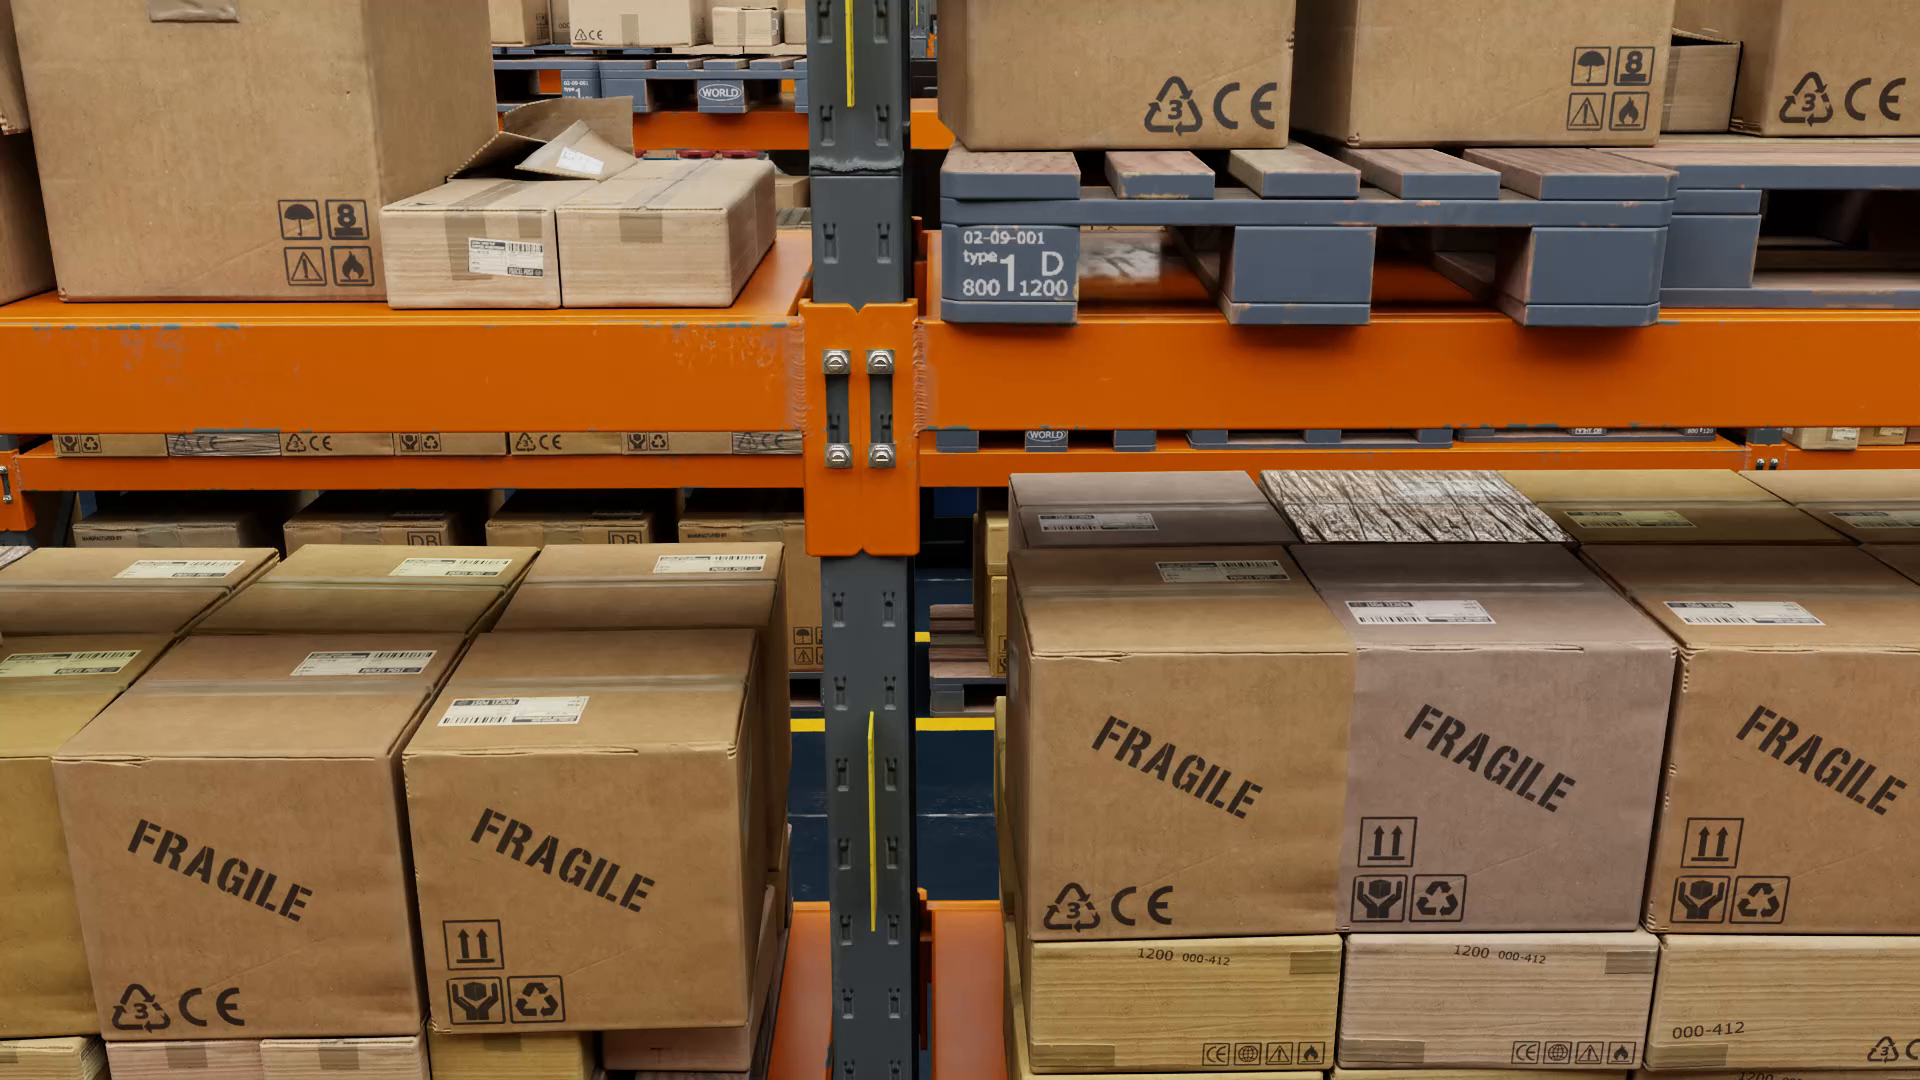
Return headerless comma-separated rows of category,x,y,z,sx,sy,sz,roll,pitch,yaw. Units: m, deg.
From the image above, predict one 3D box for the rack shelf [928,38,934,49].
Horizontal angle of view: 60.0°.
rack shelf,1.539,-6.371,21.764,4.000,0.370,1.077,0,18,-1

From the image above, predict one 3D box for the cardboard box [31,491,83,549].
cardboard box,-4.960,0.078,8.184,0.875,0.875,0.875,0,18,0

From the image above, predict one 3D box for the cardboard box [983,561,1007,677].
cardboard box,0.381,0.330,8.012,0.500,0.500,0.500,-1,18,-3

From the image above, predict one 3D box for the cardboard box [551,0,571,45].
cardboard box,-1.558,-2.400,7.603,0.500,0.250,0.500,0,18,1

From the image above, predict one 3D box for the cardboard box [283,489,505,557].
cardboard box,-2.746,0.122,8.252,0.750,0.750,1.050,0,18,-1

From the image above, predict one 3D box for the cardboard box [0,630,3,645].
cardboard box,-1.783,0.173,2.698,0.250,0.149,0.380,-1,18,-3

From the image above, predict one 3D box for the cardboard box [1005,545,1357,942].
cardboard box,0.346,0.325,2.822,0.500,0.500,0.500,-1,18,-3

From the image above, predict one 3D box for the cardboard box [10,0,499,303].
cardboard box,-1.099,-0.698,2.737,0.500,0.500,0.700,0,18,-1

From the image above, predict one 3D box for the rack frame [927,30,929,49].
rack frame,-0.386,-3.763,17.366,0.127,3.000,1.000,0,18,-1

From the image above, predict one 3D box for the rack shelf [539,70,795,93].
rack shelf,-2.307,-3.326,12.272,4.000,0.370,1.077,0,18,-1

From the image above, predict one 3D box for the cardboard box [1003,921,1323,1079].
cardboard box,0.342,0.923,3.006,0.500,0.250,0.500,-1,18,-2

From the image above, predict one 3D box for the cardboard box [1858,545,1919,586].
cardboard box,1.864,0.321,2.836,0.500,0.500,0.500,0,18,0

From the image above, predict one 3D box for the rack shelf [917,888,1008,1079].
rack shelf,1.849,1.110,3.355,4.000,0.370,1.077,0,18,-1

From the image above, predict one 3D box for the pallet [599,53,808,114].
pallet,-0.973,-2.054,7.437,1.003,0.211,1.213,1,18,2

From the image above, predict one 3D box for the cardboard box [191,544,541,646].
cardboard box,-1.126,0.324,3.289,0.500,0.500,0.500,1,18,2

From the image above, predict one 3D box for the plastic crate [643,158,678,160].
plastic crate,-3.287,-3.836,17.621,0.575,0.384,0.392,0,18,-1

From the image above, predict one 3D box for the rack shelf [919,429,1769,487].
rack shelf,1.669,-0.402,8.066,4.000,0.370,1.077,0,18,-1

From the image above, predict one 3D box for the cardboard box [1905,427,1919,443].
cardboard box,4.480,-0.577,7.846,0.250,0.149,0.380,-1,18,-3

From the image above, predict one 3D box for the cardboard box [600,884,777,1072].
cardboard box,-0.475,0.770,2.960,0.250,0.149,0.380,0,18,1

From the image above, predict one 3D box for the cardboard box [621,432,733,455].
cardboard box,-1.275,-0.696,7.643,0.500,0.500,0.500,0,18,-1

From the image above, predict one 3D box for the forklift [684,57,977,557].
forklift,-0.630,-1.388,10.077,3.031,2.935,1.130,-1,18,-2

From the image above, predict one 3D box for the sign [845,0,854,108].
sign,-0.145,-0.732,2.161,0.005,0.325,0.100,0,18,-1

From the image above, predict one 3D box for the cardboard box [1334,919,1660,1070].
cardboard box,0.876,0.681,2.941,0.500,0.250,0.500,0,18,0

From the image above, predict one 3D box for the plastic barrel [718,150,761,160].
plastic barrel,-2.259,-3.751,17.108,0.433,0.535,0.433,0,18,0

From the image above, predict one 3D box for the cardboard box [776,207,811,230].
cardboard box,-0.779,-1.259,7.761,0.500,0.500,0.700,0,18,-1

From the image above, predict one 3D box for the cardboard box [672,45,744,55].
cardboard box,-1.777,-3.521,11.949,0.500,0.250,0.500,0,18,1

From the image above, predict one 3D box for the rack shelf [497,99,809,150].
rack shelf,-2.330,-1.811,7.548,4.000,0.370,1.077,0,18,-1

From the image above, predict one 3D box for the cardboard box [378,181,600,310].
cardboard box,-0.711,-0.462,2.579,0.250,0.149,0.380,0,18,-1

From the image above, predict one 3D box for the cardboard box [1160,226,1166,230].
cardboard box,1.710,-2.225,12.410,0.500,0.500,0.500,0,18,-1

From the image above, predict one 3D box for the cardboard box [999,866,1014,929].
cardboard box,0.350,0.767,3.493,0.500,0.250,0.500,-1,18,-3

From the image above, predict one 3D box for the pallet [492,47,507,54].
pallet,-3.688,-3.540,12.069,1.003,0.211,1.213,0,18,-1

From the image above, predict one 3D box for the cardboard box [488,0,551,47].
cardboard box,-2.064,-2.364,7.081,0.500,0.500,0.500,0,18,-1

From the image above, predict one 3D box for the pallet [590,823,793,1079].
pallet,-0.862,0.904,3.132,1.003,0.211,1.213,0,18,-1

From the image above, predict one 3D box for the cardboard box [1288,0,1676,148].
cardboard box,0.836,-0.962,2.873,0.500,0.500,0.700,-1,18,-4

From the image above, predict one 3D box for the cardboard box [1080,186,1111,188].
cardboard box,1.075,-2.776,12.485,0.637,0.503,0.797,0,18,0

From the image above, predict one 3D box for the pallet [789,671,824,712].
pallet,-1.120,0.574,8.412,1.213,0.211,1.003,0,18,-1

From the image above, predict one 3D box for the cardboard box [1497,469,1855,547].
cardboard box,1.371,0.165,3.321,0.500,0.500,0.500,0,18,-1

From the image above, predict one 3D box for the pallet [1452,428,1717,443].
pallet,2.903,-0.703,8.143,1.213,0.211,1.003,0,18,-1

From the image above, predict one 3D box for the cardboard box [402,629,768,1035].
cardboard box,-0.601,0.475,2.819,0.500,0.500,0.500,-1,18,-2

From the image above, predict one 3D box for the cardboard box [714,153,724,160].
cardboard box,-3.165,-5.305,22.011,0.500,0.500,0.500,1,18,3

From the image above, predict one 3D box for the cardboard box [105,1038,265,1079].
cardboard box,-1.245,0.807,2.845,0.250,0.149,0.380,-1,18,-3

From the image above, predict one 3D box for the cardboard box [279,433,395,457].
cardboard box,-2.795,-0.687,7.616,0.500,0.500,0.500,0,18,-1

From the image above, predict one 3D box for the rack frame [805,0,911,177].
rack frame,-0.151,-2.080,2.299,0.127,3.000,1.000,0,18,-1

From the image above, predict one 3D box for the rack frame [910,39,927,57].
rack frame,-0.308,-2.250,12.650,0.127,3.000,1.000,0,18,-1
